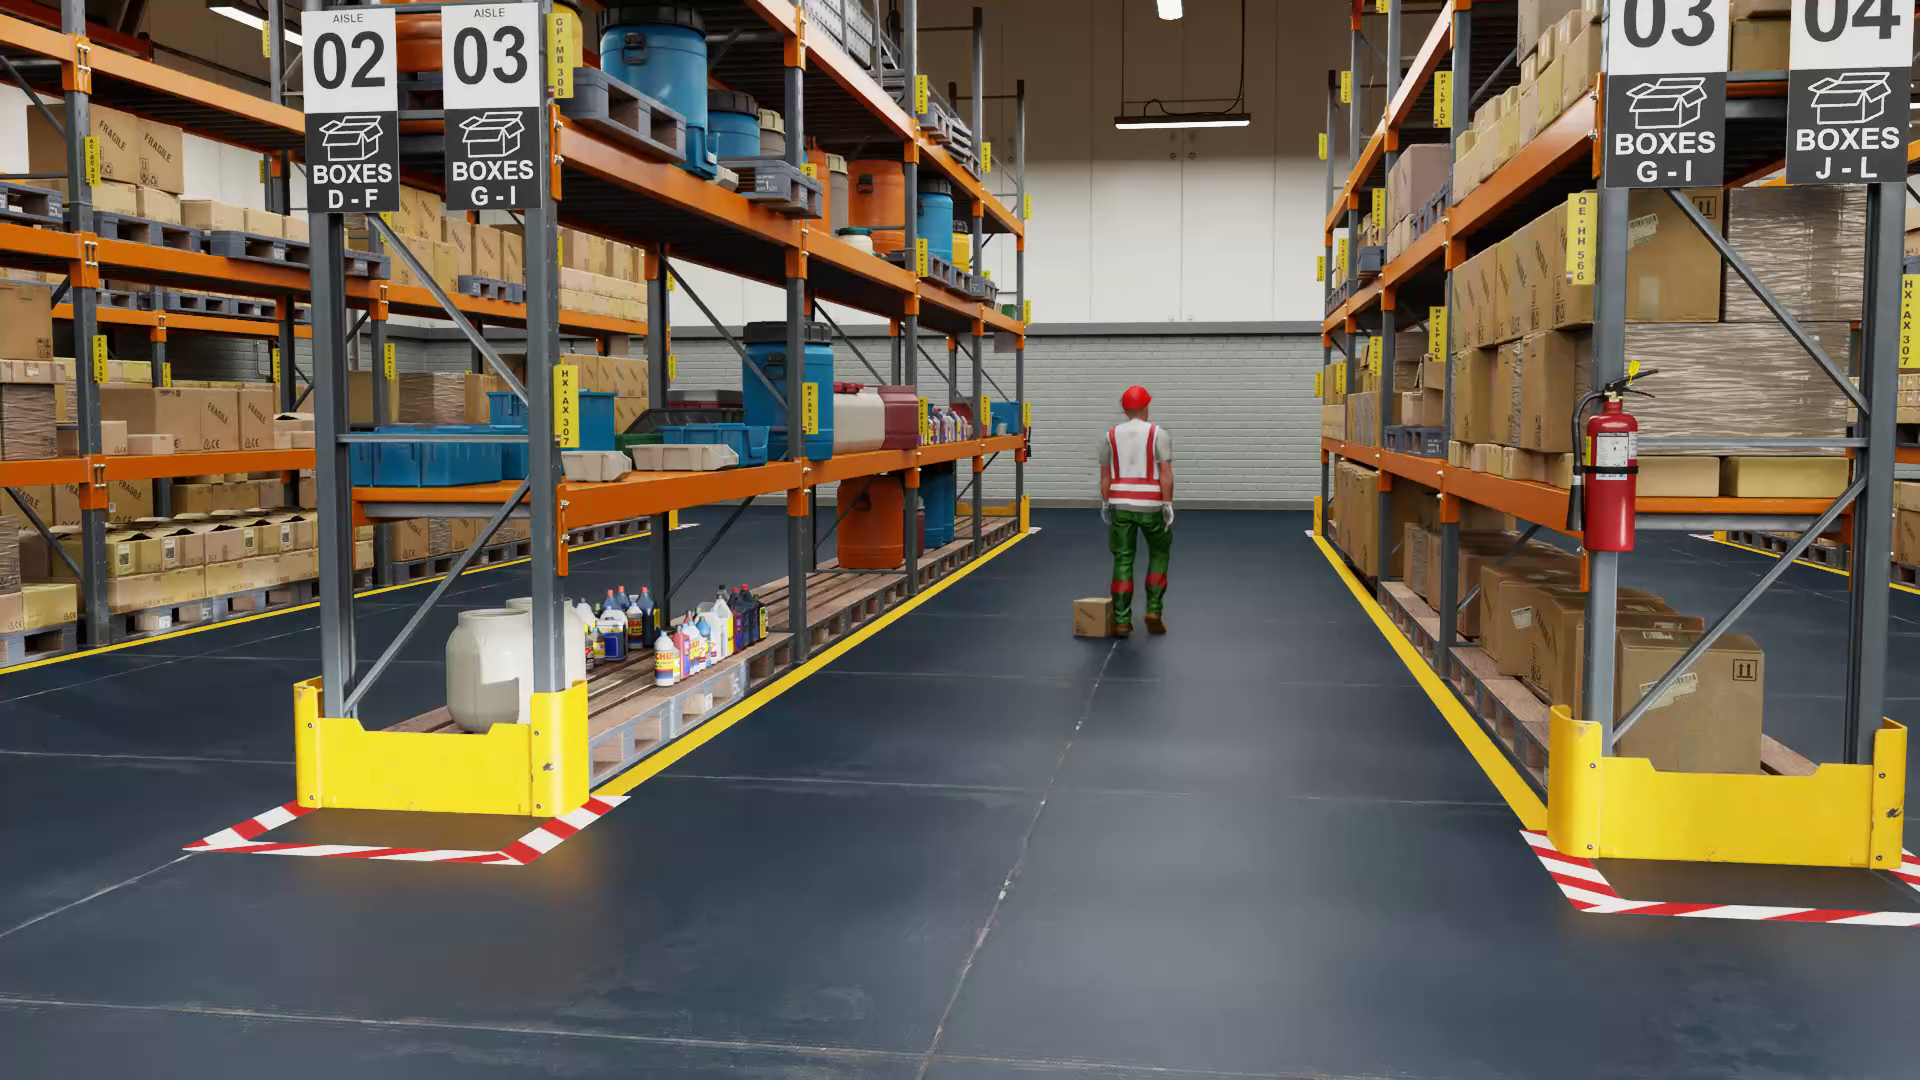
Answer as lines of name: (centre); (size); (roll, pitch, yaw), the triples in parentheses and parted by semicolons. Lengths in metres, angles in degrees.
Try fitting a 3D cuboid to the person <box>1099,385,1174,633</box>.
person: (1.274, -0.196, 12.019); (0.586, 1.841, 0.563); (1, 5, 18)
